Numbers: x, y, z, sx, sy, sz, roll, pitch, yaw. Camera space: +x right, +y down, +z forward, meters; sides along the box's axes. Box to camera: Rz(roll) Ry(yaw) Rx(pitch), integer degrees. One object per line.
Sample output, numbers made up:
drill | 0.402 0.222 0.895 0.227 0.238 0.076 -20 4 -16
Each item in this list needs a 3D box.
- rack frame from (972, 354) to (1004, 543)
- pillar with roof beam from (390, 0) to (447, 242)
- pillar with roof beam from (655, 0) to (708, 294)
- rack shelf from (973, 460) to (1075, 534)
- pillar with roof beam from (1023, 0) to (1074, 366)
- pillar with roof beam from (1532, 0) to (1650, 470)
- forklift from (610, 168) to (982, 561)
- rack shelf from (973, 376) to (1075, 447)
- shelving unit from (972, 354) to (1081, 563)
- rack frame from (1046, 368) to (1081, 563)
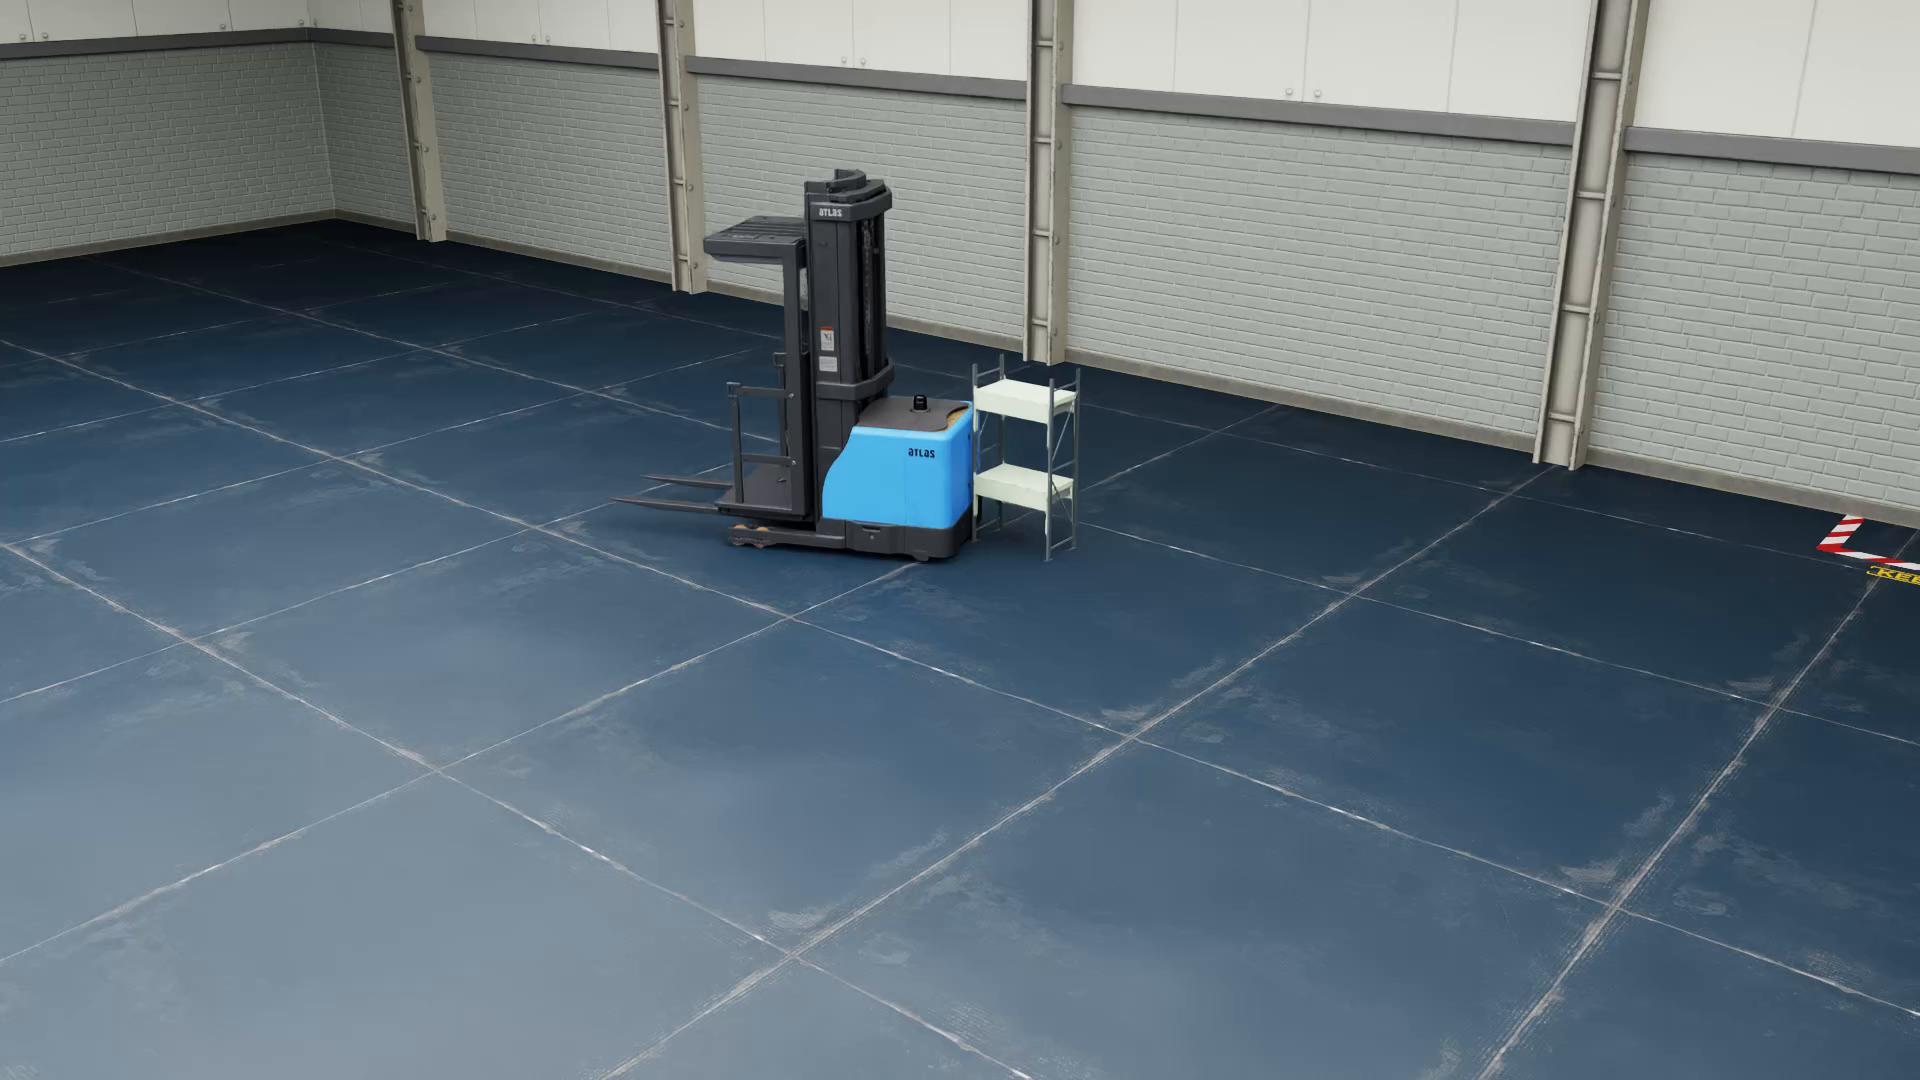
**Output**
rack frame | 0.228 -0.735 13.491 0.023 1.500 0.400 15 25 34
pillar with roof beam | -11.047 -7.778 21.539 0.400 9.000 9.100 16 26 36
pillar with roof beam | -6.398 -6.439 17.989 0.400 9.000 9.100 16 26 36
rack shelf | 0.520 -0.352 13.400 0.720 0.370 0.431 15 25 34
pillar with roof beam | -1.750 -5.100 14.440 0.400 9.000 9.100 16 26 36
pillar with roof beam | 2.899 -3.762 10.890 0.400 9.000 9.100 16 26 36
forklift | -1.391 -1.479 13.435 3.031 2.935 1.130 6 21 15
rack shelf | 0.520 -1.022 13.147 0.720 0.370 0.431 15 25 34
shelving unit | 0.520 -0.657 13.285 0.755 1.500 0.431 15 25 34
rack frame | 0.812 -0.579 13.079 0.023 1.500 0.400 15 25 34
